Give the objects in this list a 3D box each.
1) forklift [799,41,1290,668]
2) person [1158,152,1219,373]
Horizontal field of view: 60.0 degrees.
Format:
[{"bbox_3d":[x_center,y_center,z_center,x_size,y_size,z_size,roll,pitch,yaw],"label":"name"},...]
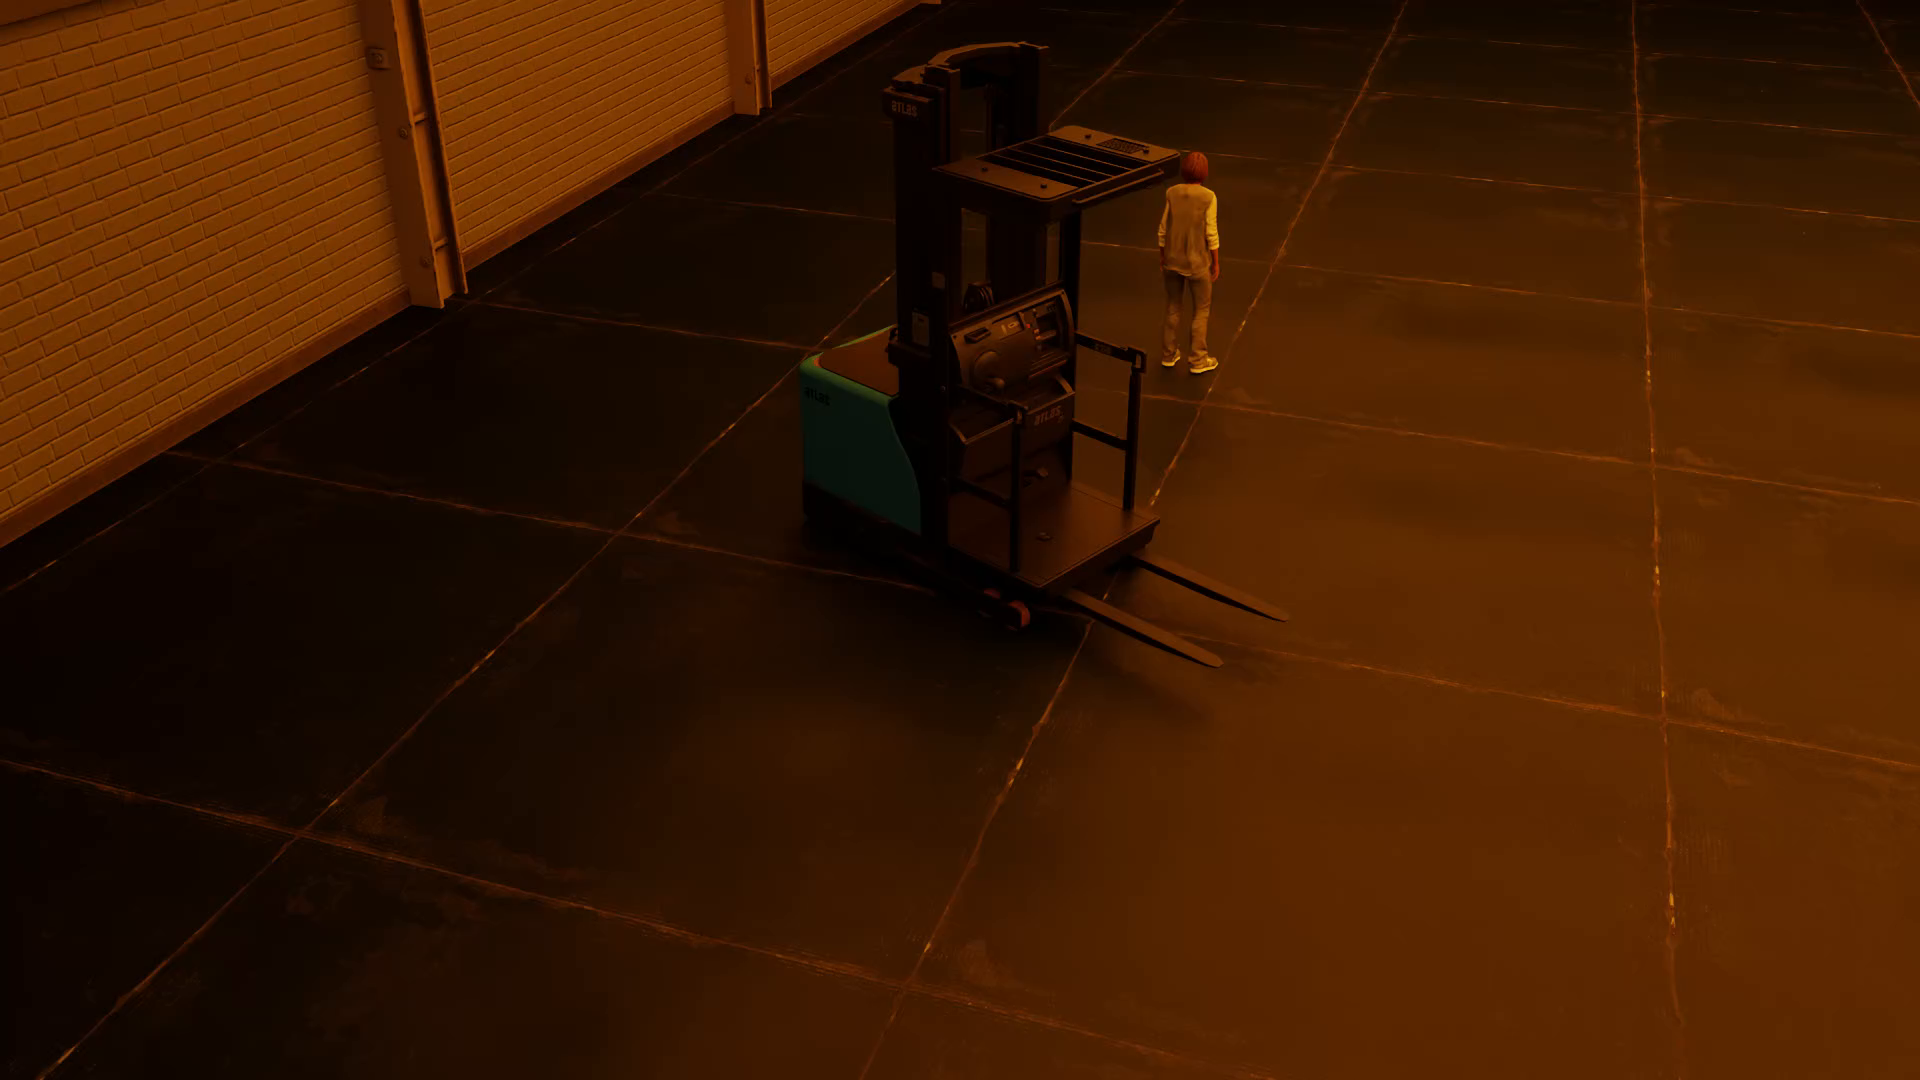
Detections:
[{"bbox_3d":[0.449,-1.062,9.000,3.031,2.935,1.130,25,38,37],"label":"forklift"},{"bbox_3d":[1.647,-1.985,11.973,0.479,1.591,0.345,16,34,26],"label":"person"}]
